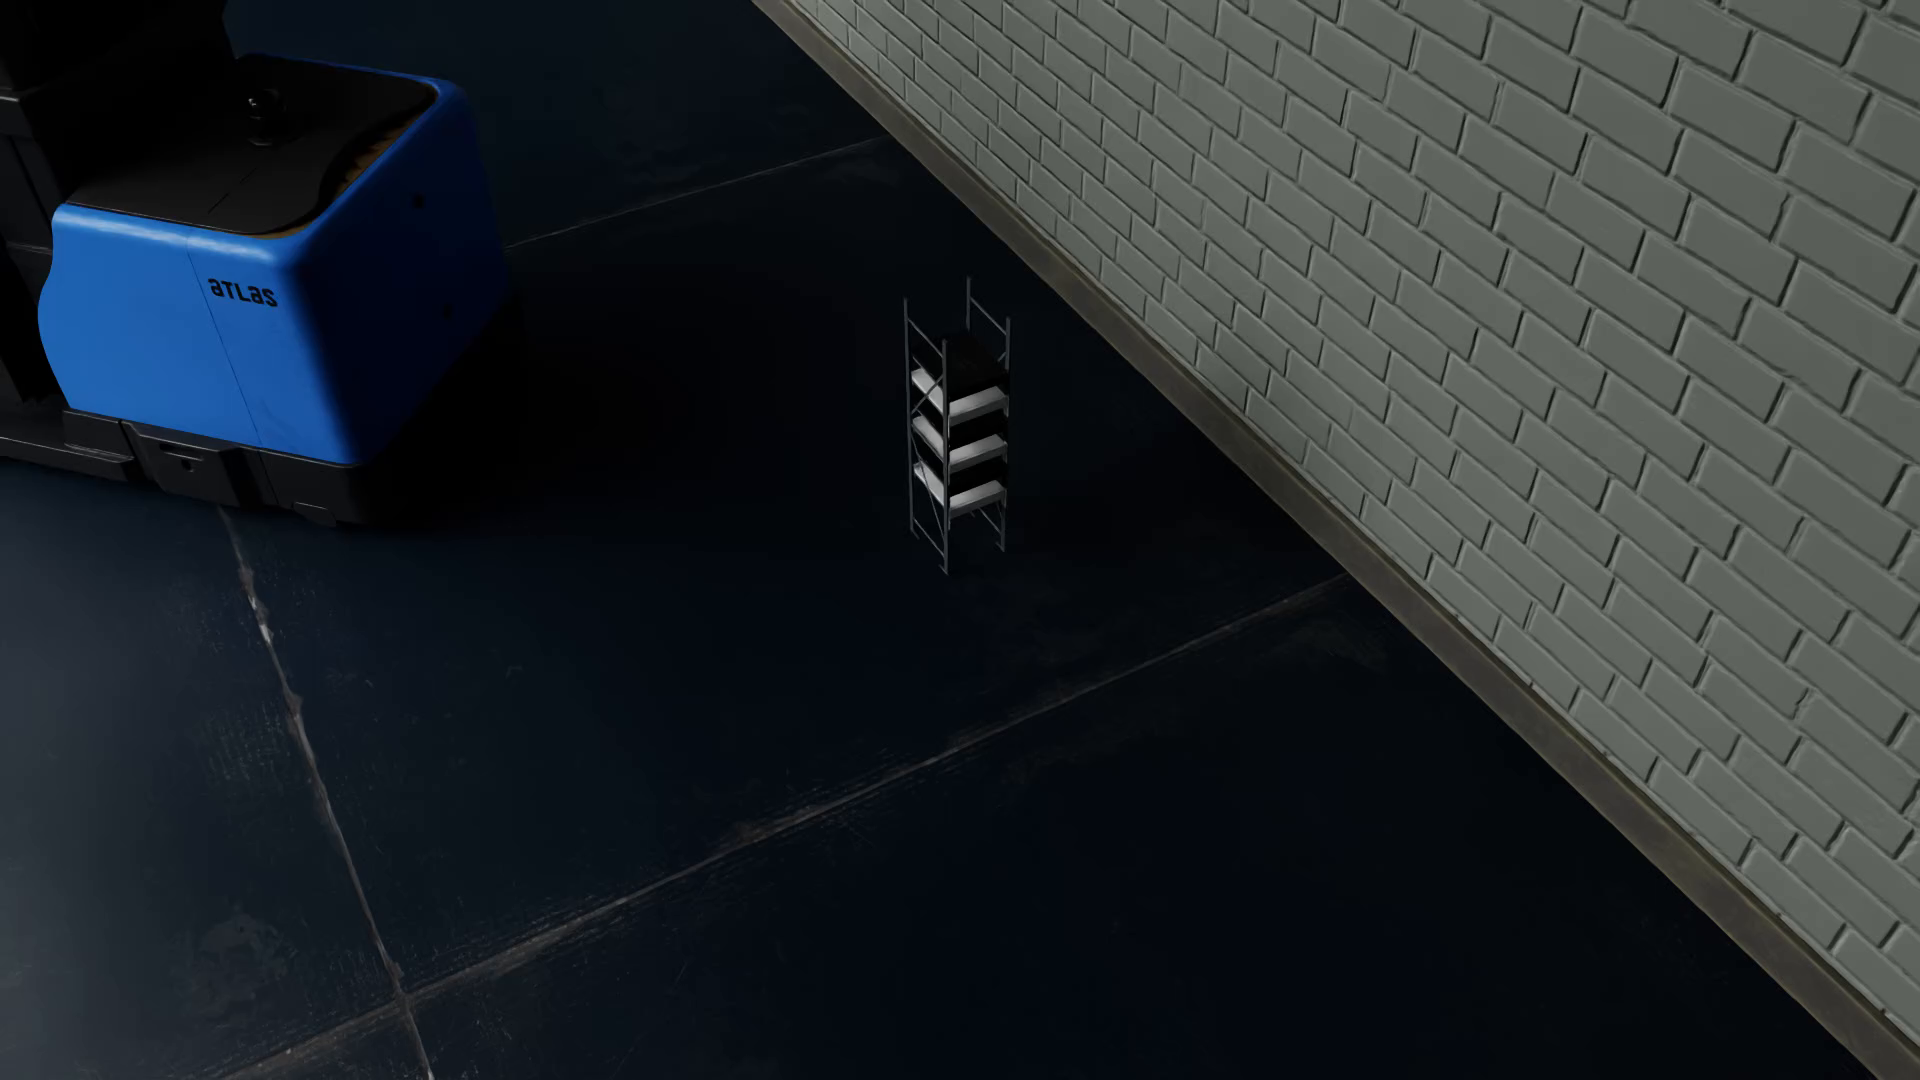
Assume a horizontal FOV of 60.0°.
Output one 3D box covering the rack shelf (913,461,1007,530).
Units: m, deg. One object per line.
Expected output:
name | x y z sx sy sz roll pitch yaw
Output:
rack shelf | -0.007 -0.167 5.082 0.200 0.077 0.258 -22 48 -21

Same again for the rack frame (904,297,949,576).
rack frame | -0.095 -0.285 4.897 0.006 0.900 0.240 -22 48 -21

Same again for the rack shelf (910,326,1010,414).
rack shelf | -0.007 -0.490 4.769 0.200 0.077 0.258 -22 48 -21

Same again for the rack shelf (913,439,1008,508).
rack shelf | -0.007 -0.232 5.020 0.200 0.077 0.258 -22 48 -21

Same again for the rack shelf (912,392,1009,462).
rack shelf | -0.007 -0.361 4.894 0.200 0.077 0.258 -22 48 -21

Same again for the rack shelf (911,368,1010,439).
rack shelf | -0.007 -0.425 4.832 0.200 0.077 0.258 -22 48 -21

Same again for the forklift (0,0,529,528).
forklift | -3.093 -1.673 4.869 3.031 2.935 1.130 11 45 11

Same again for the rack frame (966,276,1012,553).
rack frame | 0.081 -0.355 4.970 0.006 0.900 0.240 -22 48 -21

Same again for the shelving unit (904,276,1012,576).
shelving unit | -0.007 -0.320 4.934 0.210 0.900 0.258 -22 48 -21

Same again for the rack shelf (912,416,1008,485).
rack shelf | -0.007 -0.296 4.957 0.200 0.077 0.258 -22 48 -21
